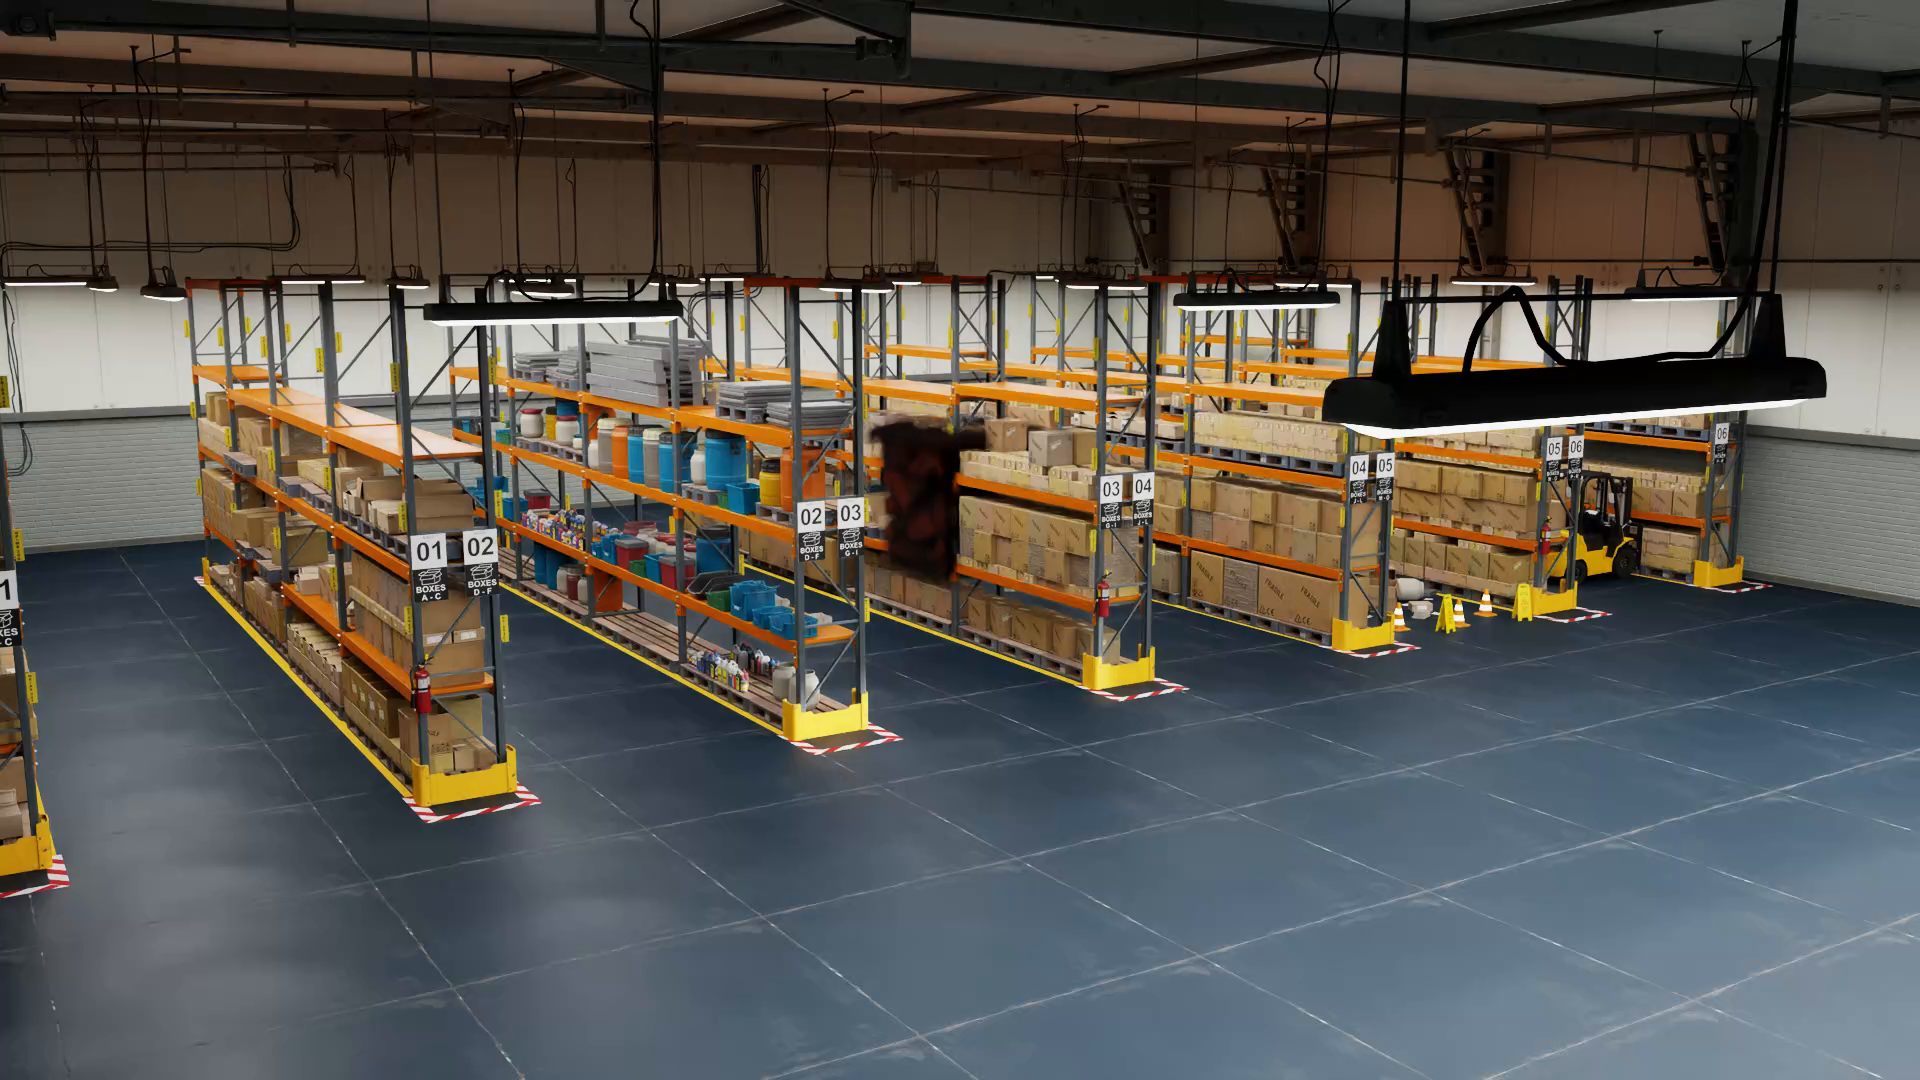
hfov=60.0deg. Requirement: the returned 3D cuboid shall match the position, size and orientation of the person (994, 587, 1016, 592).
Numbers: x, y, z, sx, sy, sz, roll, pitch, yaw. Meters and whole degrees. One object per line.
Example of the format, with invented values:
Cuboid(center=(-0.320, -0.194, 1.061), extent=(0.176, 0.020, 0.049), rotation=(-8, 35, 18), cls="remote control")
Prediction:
Cuboid(center=(0.898, 0.107, 30.556), extent=(0.413, 1.683, 0.465), rotation=(-4, 10, -24), cls="person")
